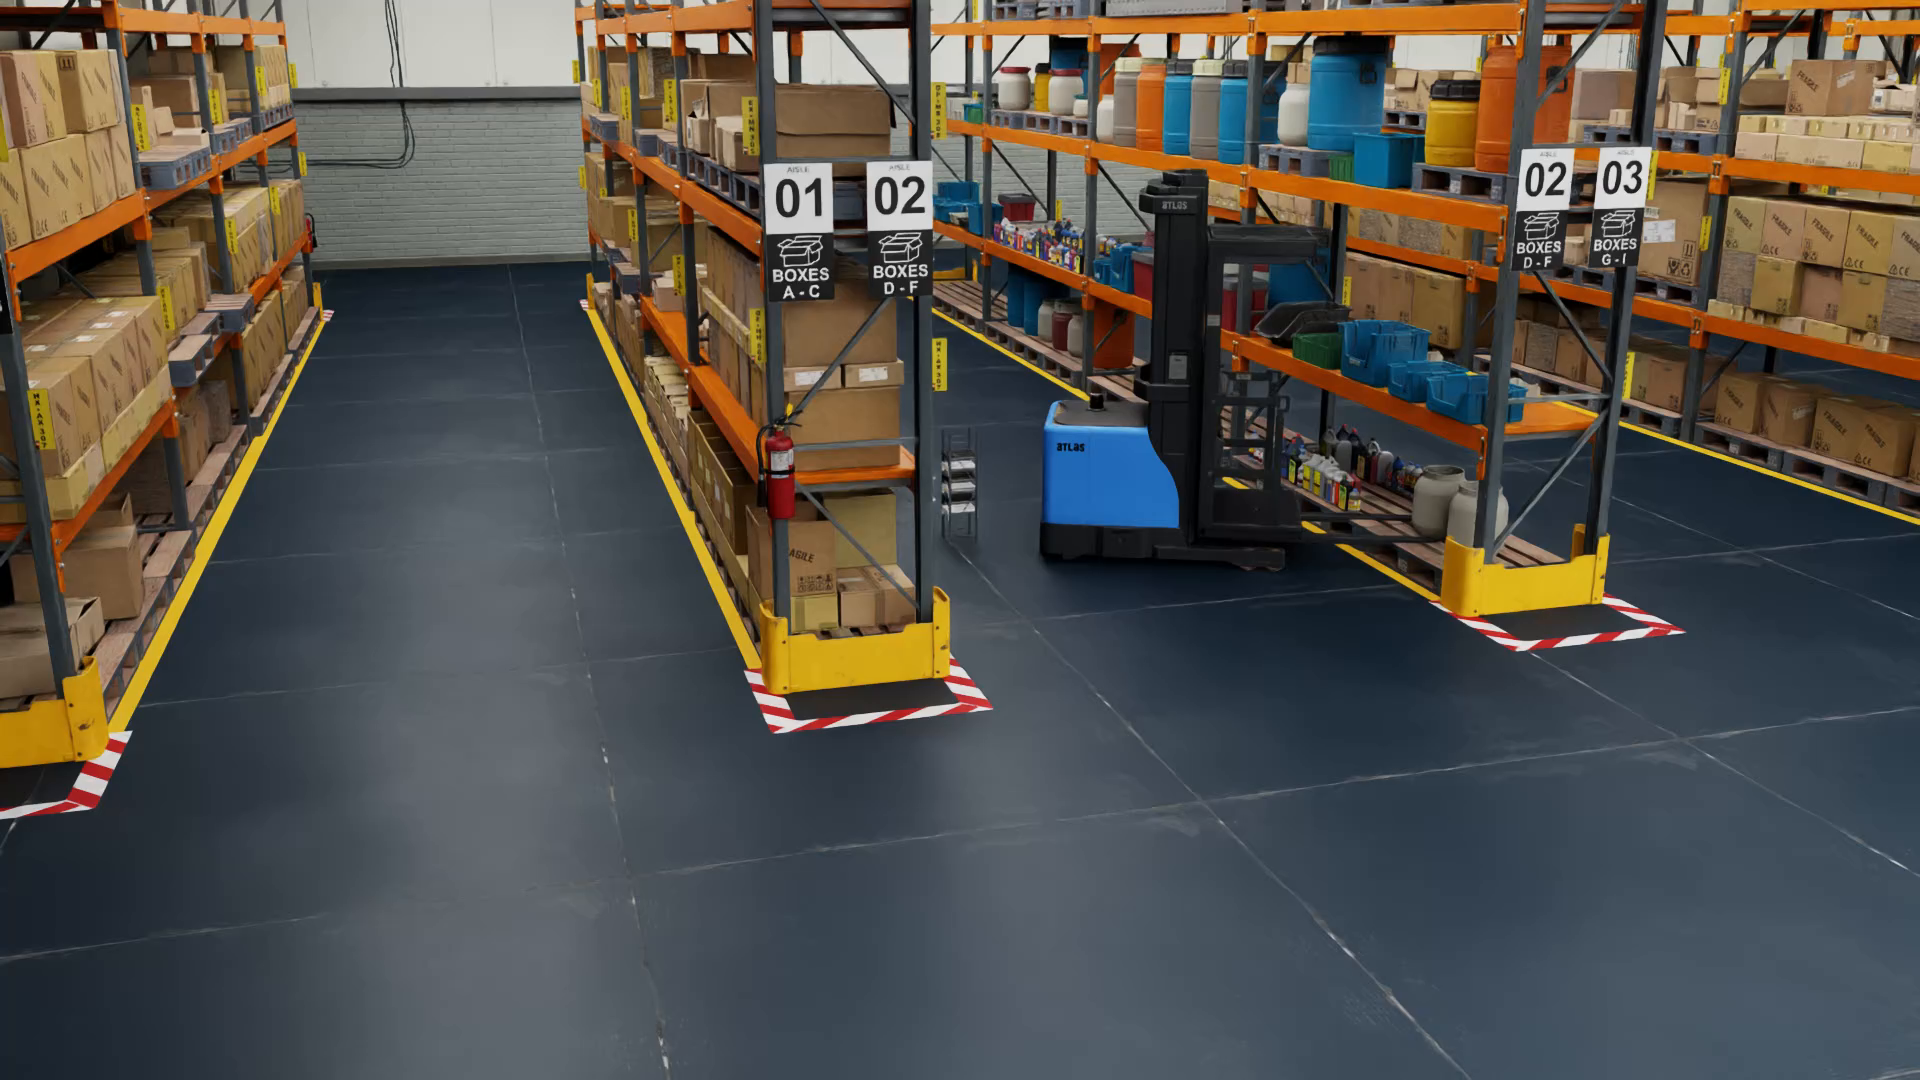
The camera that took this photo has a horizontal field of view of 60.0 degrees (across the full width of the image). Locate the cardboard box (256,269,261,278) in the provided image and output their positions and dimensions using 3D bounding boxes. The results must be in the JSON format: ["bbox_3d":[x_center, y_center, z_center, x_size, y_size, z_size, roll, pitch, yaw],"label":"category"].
[{"bbox_3d":[-8.107,-3.038,18.753,0.380,0.149,0.250,-5,17,-15],"label":"cardboard box"}]

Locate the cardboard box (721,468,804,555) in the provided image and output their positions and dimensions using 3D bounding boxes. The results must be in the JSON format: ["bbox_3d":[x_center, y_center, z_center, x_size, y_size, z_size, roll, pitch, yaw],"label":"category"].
[{"bbox_3d":[-1.387,-0.221,11.721,0.500,0.500,0.500,-5,17,-15],"label":"cardboard box"}]

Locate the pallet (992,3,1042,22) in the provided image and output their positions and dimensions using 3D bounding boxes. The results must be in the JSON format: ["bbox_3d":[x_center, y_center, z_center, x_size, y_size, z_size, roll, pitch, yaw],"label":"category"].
[{"bbox_3d":[1.058,-6.652,20.979,1.003,0.211,1.213,-5,17,-15],"label":"pallet"}]

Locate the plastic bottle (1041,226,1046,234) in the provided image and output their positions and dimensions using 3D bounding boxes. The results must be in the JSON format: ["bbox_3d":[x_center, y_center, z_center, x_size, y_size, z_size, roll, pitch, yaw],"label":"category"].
[{"bbox_3d":[1.106,-4.094,22.212,0.097,0.201,0.097,0,17,0],"label":"plastic bottle"}]

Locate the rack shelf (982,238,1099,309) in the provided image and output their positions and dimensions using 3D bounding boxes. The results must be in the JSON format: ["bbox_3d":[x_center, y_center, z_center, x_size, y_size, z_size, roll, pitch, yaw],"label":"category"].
[{"bbox_3d":[1.351,-3.390,20.773,1.077,0.370,4.000,-5,17,-15],"label":"rack shelf"}]

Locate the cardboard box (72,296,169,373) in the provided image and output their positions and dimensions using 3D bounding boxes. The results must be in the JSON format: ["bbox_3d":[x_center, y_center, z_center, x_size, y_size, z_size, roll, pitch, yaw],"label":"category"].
[{"bbox_3d":[-6.098,-1.482,12.094,0.500,0.500,0.500,-5,17,-15],"label":"cardboard box"}]

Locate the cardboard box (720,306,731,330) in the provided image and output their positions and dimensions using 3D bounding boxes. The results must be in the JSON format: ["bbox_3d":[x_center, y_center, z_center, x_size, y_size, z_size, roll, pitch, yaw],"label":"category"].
[{"bbox_3d":[-1.594,-1.670,12.498,0.380,0.149,0.250,-5,18,-17],"label":"cardboard box"}]

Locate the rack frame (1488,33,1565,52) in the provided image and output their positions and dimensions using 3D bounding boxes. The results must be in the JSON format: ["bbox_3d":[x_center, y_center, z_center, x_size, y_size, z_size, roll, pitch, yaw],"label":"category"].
[{"bbox_3d":[6.663,-6.446,19.268,1.000,3.000,0.127,-5,17,-15],"label":"rack frame"}]

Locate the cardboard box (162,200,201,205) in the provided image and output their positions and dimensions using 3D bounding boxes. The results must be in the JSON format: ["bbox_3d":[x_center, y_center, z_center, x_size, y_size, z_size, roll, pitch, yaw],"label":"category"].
[{"bbox_3d":[-8.416,-3.488,17.822,0.500,0.250,0.500,-5,17,-17],"label":"cardboard box"}]

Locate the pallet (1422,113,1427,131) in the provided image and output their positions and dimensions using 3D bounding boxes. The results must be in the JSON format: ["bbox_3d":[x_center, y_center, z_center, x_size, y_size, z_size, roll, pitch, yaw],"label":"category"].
[{"bbox_3d":[6.435,-5.093,20.306,1.213,0.211,1.003,-4,17,-13],"label":"pallet"}]

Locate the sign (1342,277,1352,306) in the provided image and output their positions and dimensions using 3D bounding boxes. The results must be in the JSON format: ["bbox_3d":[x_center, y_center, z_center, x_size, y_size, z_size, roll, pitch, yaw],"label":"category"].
[{"bbox_3d":[3.532,-2.248,15.239,0.100,0.325,0.005,-5,17,-15],"label":"sign"}]

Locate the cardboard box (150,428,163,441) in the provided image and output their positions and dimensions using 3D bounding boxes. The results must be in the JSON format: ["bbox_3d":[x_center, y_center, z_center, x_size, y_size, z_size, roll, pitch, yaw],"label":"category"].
[{"bbox_3d":[-6.868,-0.988,13.803,0.500,0.250,0.500,-5,17,-16],"label":"cardboard box"}]

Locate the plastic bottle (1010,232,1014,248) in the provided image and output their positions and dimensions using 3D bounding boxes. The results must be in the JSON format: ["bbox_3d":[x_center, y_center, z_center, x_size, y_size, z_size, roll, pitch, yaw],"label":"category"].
[{"bbox_3d":[0.695,-3.872,21.473,0.097,0.201,0.097,0,17,0],"label":"plastic bottle"}]

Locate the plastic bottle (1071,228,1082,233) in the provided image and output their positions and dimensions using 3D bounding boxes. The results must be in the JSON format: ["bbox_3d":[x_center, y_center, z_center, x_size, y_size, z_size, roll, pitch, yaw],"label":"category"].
[{"bbox_3d":[1.496,-3.867,21.327,0.152,0.276,0.135,-5,17,-15],"label":"plastic bottle"}]

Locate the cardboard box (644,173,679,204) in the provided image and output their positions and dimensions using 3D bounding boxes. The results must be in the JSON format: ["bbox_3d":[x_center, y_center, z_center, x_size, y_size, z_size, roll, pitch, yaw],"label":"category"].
[{"bbox_3d":[-3.821,-4.576,21.561,0.500,0.500,0.500,-4,17,-14],"label":"cardboard box"}]

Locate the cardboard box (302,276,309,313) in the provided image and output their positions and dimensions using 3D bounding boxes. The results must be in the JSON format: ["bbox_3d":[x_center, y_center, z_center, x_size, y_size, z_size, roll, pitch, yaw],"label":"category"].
[{"bbox_3d":[-9.535,-3.429,23.268,0.700,0.500,0.500,-5,17,-15],"label":"cardboard box"}]

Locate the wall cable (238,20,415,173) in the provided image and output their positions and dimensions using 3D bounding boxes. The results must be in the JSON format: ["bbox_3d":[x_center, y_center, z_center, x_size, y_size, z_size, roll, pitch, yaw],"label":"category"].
[{"bbox_3d":[-11.034,-7.589,28.473,3.097,2.526,0.112,-5,17,-15],"label":"wall cable"}]

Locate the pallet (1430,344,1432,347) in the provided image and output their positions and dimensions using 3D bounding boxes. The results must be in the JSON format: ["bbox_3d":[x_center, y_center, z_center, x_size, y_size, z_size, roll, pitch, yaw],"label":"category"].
[{"bbox_3d":[6.187,-2.798,22.400,1.003,0.211,1.213,-5,17,-15],"label":"pallet"}]

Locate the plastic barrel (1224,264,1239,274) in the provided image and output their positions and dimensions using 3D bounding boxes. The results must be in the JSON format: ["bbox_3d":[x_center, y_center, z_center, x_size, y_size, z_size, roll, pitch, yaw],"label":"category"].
[{"bbox_3d":[2.746,-2.625,16.739,0.433,0.535,0.433,0,17,0],"label":"plastic barrel"}]

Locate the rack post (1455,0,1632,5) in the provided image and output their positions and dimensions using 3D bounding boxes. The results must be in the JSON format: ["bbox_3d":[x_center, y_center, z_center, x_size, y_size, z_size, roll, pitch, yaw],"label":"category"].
[{"bbox_3d":[4.014,-3.821,11.399,0.937,0.300,0.954,-3,17,-9],"label":"rack post"}]

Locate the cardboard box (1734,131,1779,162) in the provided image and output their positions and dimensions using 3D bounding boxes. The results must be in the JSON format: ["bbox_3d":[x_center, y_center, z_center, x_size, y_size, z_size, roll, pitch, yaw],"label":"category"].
[{"bbox_3d":[7.640,-3.686,15.556,0.500,0.250,0.500,-5,18,-17],"label":"cardboard box"}]

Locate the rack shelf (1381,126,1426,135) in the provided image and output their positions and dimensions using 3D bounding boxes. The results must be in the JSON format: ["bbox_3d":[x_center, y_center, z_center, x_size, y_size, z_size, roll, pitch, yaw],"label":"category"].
[{"bbox_3d":[6.113,-5.218,21.645,1.077,0.370,4.000,-5,17,-15],"label":"rack shelf"}]

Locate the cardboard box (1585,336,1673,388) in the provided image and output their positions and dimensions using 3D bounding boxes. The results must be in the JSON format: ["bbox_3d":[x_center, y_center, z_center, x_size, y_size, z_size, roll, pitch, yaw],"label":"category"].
[{"bbox_3d":[7.347,-1.939,18.275,0.700,0.500,0.500,-6,18,-20],"label":"cardboard box"}]

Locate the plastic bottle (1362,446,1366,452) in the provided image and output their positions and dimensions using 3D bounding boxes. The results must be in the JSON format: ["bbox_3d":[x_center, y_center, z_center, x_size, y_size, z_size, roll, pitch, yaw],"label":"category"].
[{"bbox_3d":[3.592,-0.734,14.639,0.061,0.283,0.133,-4,17,-12],"label":"plastic bottle"}]

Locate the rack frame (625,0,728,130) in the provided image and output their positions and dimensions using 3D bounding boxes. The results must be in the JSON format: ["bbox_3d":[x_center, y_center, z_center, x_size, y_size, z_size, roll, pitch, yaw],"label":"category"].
[{"bbox_3d":[-2.863,-5.664,16.665,1.000,3.000,0.127,-5,17,-15],"label":"rack frame"}]

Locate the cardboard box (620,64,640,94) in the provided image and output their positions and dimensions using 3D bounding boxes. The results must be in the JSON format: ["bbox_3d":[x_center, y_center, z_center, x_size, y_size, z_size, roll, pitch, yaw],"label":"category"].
[{"bbox_3d":[-3.526,-5.116,18.979,0.600,0.600,0.600,-5,18,-17],"label":"cardboard box"}]

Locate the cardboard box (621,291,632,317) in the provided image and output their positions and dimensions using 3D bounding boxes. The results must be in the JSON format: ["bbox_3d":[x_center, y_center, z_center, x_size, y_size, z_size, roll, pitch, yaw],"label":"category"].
[{"bbox_3d":[-3.789,-2.840,19.969,0.500,0.250,0.500,-5,17,-15],"label":"cardboard box"}]

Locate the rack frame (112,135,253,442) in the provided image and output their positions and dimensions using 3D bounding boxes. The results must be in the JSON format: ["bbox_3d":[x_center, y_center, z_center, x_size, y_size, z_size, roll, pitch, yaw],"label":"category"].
[{"bbox_3d":[-7.625,-2.398,16.220,1.000,3.000,0.127,-5,17,-15],"label":"rack frame"}]

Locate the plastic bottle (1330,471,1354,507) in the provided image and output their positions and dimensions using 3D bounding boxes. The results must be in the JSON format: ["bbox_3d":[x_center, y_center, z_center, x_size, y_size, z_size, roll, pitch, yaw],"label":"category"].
[{"bbox_3d":[3.130,-0.420,13.605,0.152,0.276,0.135,-5,17,-15],"label":"plastic bottle"}]

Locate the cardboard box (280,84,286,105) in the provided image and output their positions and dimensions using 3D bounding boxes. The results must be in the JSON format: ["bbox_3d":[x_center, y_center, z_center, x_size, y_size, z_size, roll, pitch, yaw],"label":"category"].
[{"bbox_3d":[-9.223,-5.899,22.019,0.500,0.250,0.500,-5,18,-17],"label":"cardboard box"}]

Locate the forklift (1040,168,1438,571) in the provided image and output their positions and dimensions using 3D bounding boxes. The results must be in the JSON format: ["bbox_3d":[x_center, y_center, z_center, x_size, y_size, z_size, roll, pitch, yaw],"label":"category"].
[{"bbox_3d":[2.176,-1.328,12.779,3.031,2.935,1.130,2,17,7],"label":"forklift"}]

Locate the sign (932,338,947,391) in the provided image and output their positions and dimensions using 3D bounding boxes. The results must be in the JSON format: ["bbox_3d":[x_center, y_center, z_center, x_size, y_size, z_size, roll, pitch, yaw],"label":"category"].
[{"bbox_3d":[-0.129,-1.072,10.165,0.100,0.325,0.005,-5,17,-15],"label":"sign"}]

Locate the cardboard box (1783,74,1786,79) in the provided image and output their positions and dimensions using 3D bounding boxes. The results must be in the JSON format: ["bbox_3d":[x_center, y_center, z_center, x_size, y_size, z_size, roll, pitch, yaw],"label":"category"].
[{"bbox_3d":[14.356,-7.794,28.221,0.500,0.311,0.500,-4,17,-14],"label":"cardboard box"}]

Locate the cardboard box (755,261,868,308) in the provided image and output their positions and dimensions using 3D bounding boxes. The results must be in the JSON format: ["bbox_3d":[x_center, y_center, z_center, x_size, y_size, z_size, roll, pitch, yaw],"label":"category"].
[{"bbox_3d":[-0.945,-1.537,10.925,0.700,0.500,0.500,-5,17,-17],"label":"cardboard box"}]

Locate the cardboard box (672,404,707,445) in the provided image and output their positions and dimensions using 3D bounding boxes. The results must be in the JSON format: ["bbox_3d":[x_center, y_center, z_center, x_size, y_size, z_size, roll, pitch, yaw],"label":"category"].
[{"bbox_3d":[-2.300,-1.070,14.874,0.500,0.311,0.500,-4,17,-14],"label":"cardboard box"}]

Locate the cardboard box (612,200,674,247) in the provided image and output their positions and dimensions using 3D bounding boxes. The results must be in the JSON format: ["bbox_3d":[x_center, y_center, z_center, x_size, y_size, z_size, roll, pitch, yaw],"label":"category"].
[{"bbox_3d":[-3.797,-3.812,20.025,0.700,0.500,0.500,-2,17,-6],"label":"cardboard box"}]

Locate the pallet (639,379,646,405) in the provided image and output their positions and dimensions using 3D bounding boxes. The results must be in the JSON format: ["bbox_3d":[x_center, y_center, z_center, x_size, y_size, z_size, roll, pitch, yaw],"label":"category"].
[{"bbox_3d":[-3.032,-1.664,18.626,1.003,0.211,1.213,-5,17,-15],"label":"pallet"}]

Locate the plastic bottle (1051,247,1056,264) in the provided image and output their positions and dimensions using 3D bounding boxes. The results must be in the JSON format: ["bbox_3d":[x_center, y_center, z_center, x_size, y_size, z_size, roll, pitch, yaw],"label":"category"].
[{"bbox_3d":[1.141,-3.423,19.978,0.097,0.201,0.097,0,17,0],"label":"plastic bottle"}]

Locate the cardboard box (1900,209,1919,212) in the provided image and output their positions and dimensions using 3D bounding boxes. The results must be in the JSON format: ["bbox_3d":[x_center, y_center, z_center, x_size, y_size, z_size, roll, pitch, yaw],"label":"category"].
[{"bbox_3d":[8.560,-2.617,14.523,0.500,0.500,0.500,-5,17,-15],"label":"cardboard box"}]

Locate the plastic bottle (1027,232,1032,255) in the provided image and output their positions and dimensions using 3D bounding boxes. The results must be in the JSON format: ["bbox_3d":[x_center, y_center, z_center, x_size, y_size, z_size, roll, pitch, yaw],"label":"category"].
[{"bbox_3d":[0.886,-3.713,20.823,0.097,0.271,0.097,0,17,0],"label":"plastic bottle"}]

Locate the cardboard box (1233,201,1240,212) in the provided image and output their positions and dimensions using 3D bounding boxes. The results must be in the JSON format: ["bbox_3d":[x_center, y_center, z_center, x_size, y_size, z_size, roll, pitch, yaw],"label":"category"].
[{"bbox_3d":[4.529,-5.257,26.175,0.380,0.149,0.250,-5,17,-16],"label":"cardboard box"}]

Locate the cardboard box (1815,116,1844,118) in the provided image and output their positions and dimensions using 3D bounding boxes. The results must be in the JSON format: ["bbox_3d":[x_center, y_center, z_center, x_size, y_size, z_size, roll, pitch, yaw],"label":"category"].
[{"bbox_3d":[8.115,-3.874,15.487,0.380,0.149,0.250,-4,17,-15],"label":"cardboard box"}]

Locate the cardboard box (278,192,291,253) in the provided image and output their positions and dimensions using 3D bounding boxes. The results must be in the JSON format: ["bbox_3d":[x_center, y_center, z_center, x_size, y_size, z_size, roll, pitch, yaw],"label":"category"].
[{"bbox_3d":[-9.053,-4.002,21.038,0.980,0.700,0.700,-5,17,-17],"label":"cardboard box"}]

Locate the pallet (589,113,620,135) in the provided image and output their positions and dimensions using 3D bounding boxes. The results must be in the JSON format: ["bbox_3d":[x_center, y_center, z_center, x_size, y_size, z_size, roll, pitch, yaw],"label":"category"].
[{"bbox_3d":[-3.851,-5.057,20.187,1.213,0.211,1.003,-5,17,-15],"label":"pallet"}]

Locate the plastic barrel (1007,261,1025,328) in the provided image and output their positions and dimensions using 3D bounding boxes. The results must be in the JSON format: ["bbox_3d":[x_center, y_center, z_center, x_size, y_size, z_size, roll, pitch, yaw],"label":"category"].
[{"bbox_3d":[0.934,-3.332,22.247,0.600,0.901,0.708,-5,17,-15],"label":"plastic barrel"}]

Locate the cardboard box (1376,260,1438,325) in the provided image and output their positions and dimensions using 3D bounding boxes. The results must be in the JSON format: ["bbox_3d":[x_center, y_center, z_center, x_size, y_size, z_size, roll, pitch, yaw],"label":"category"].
[{"bbox_3d":[6.256,-3.196,21.841,1.225,0.875,0.875,-5,17,-15],"label":"cardboard box"}]

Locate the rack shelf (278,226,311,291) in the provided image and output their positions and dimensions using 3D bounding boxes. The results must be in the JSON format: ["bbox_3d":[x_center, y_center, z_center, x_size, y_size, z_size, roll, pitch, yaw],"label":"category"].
[{"bbox_3d":[-9.274,-3.713,21.849,1.077,0.370,4.000,-5,17,-15],"label":"rack shelf"}]

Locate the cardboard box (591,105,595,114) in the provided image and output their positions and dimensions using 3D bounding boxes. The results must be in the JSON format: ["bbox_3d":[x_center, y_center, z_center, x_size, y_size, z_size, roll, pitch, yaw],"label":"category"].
[{"bbox_3d":[-4.625,-5.652,22.100,0.500,0.250,0.500,-5,17,-15],"label":"cardboard box"}]

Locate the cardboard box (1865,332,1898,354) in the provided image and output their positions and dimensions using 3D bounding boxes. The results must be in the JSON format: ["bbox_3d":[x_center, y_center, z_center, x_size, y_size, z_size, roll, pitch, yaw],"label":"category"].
[{"bbox_3d":[8.071,-1.709,14.363,0.380,0.149,0.250,-5,17,-15],"label":"cardboard box"}]

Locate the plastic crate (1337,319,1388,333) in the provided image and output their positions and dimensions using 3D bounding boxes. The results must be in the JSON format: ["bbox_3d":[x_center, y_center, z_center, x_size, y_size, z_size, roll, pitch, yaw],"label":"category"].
[{"bbox_3d":[3.565,-1.719,14.218,0.499,0.251,0.616,-5,17,-15],"label":"plastic crate"}]

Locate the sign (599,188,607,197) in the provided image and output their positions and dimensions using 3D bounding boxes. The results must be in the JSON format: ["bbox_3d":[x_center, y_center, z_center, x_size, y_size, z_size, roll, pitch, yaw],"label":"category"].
[{"bbox_3d":[-4.482,-4.266,20.937,0.100,0.325,0.005,-5,17,-15],"label":"sign"}]

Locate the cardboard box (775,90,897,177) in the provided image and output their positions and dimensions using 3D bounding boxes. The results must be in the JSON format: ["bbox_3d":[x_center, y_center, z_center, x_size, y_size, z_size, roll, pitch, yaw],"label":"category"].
[{"bbox_3d":[-0.818,-2.491,10.164,0.797,0.503,0.637,-3,17,-11],"label":"cardboard box"}]

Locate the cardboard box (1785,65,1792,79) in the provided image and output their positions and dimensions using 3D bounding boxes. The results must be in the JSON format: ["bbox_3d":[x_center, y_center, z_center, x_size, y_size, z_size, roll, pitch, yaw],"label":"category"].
[{"bbox_3d":[10.943,-6.020,21.560,0.396,0.266,0.258,-5,17,-15],"label":"cardboard box"}]

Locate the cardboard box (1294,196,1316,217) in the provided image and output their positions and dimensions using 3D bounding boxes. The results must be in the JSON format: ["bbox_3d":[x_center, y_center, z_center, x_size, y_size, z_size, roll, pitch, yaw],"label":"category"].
[{"bbox_3d":[5.190,-4.851,24.131,0.500,0.250,0.500,-5,17,-16],"label":"cardboard box"}]

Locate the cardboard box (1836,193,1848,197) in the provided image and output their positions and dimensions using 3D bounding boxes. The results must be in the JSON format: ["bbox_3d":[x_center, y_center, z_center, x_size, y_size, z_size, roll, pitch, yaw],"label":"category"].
[{"bbox_3d":[11.518,-4.447,21.715,0.380,0.149,0.250,-5,17,-15],"label":"cardboard box"}]

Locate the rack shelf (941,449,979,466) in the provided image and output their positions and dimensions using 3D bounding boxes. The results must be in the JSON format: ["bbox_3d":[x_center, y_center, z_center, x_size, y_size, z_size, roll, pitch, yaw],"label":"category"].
[{"bbox_3d":[-0.002,-0.660,13.262,0.258,0.077,0.200,-5,17,-15],"label":"rack shelf"}]

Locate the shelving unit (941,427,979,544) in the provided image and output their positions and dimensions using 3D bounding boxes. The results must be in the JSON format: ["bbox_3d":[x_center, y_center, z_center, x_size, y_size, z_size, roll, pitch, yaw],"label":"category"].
[{"bbox_3d":[-0.002,-0.433,13.330,0.258,0.900,0.210,-5,17,-15],"label":"shelving unit"}]

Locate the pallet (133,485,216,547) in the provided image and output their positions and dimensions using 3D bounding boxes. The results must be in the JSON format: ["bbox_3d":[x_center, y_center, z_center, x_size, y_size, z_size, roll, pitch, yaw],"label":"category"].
[{"bbox_3d":[-6.741,-0.171,13.655,1.003,0.211,1.213,-5,17,-15],"label":"pallet"}]
